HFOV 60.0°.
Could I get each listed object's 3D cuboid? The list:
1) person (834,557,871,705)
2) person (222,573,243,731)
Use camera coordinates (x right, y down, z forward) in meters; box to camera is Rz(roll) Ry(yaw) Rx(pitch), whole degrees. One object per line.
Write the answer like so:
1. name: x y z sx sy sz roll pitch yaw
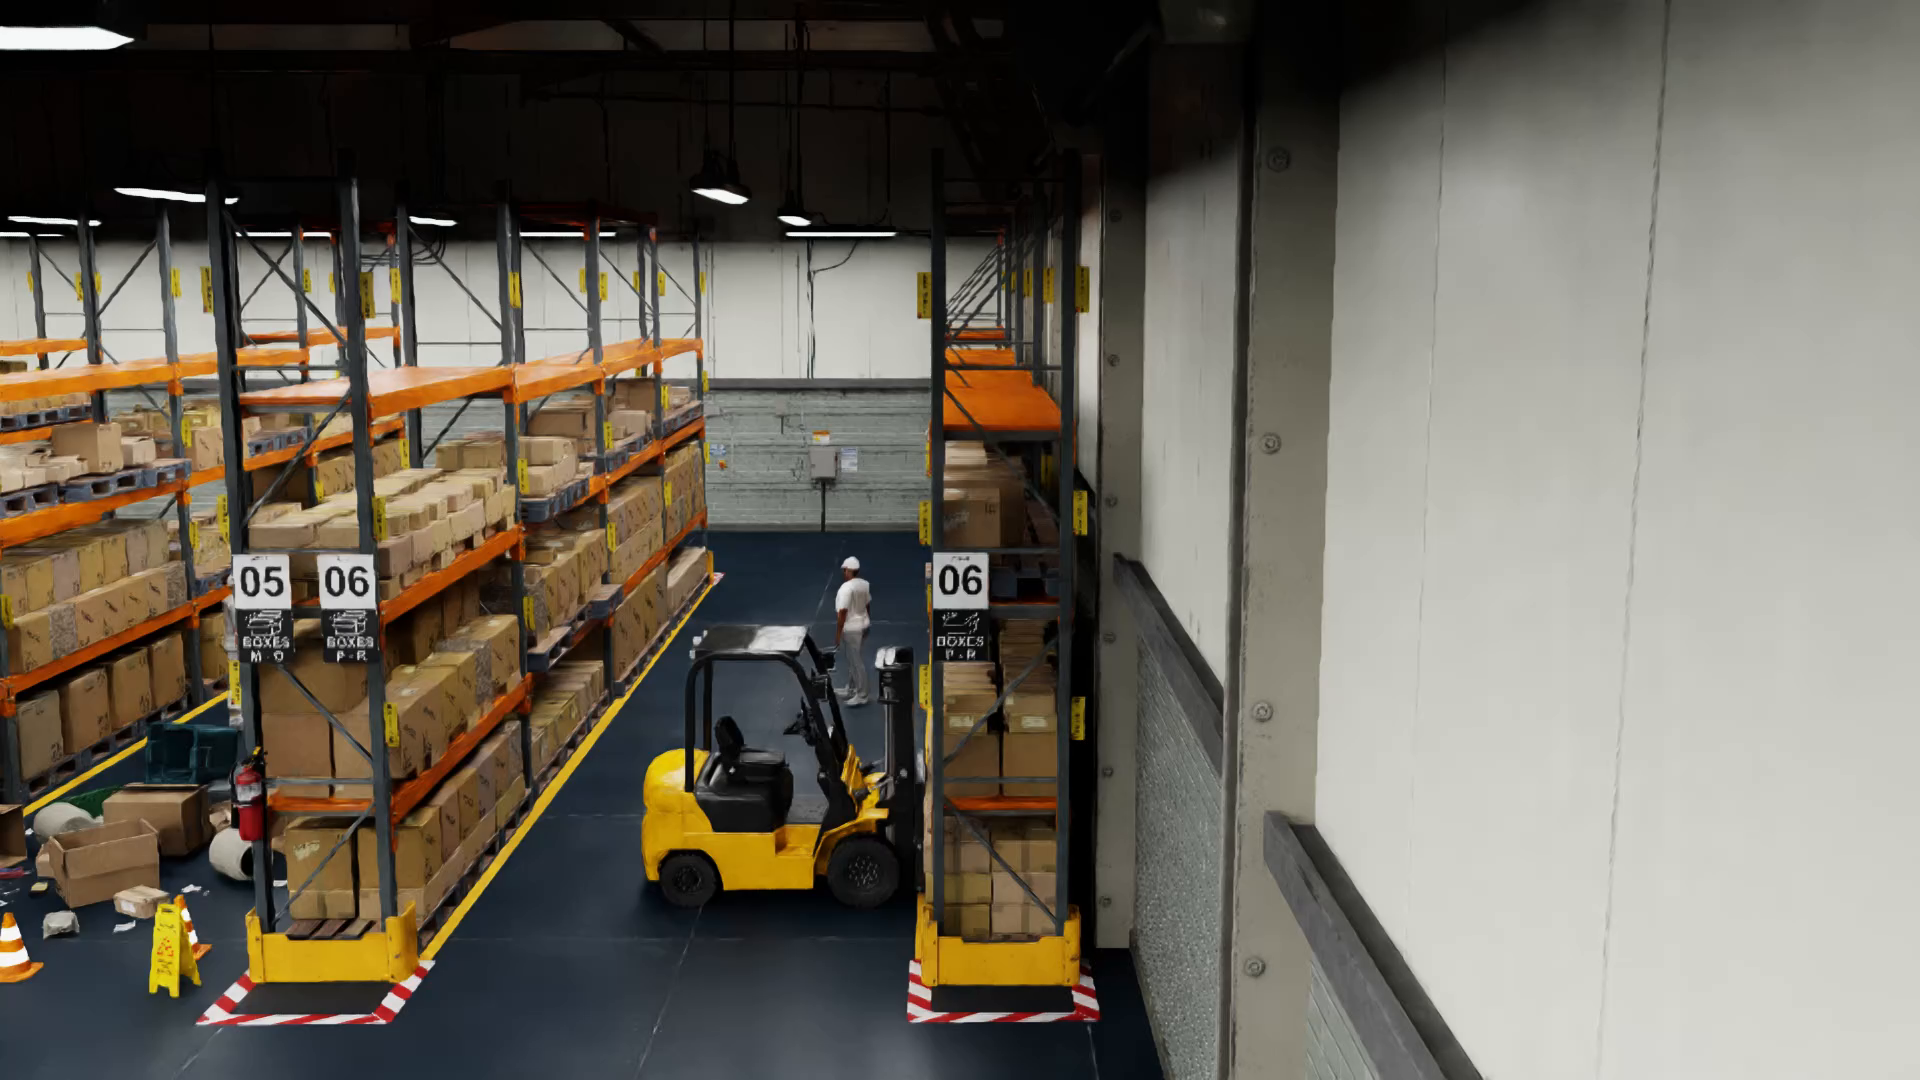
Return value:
1. person: -1.325 1.068 20.170 0.591 1.763 0.685 4 10 22
2. person: -8.164 1.242 18.971 0.466 1.794 0.629 -5 10 -29
